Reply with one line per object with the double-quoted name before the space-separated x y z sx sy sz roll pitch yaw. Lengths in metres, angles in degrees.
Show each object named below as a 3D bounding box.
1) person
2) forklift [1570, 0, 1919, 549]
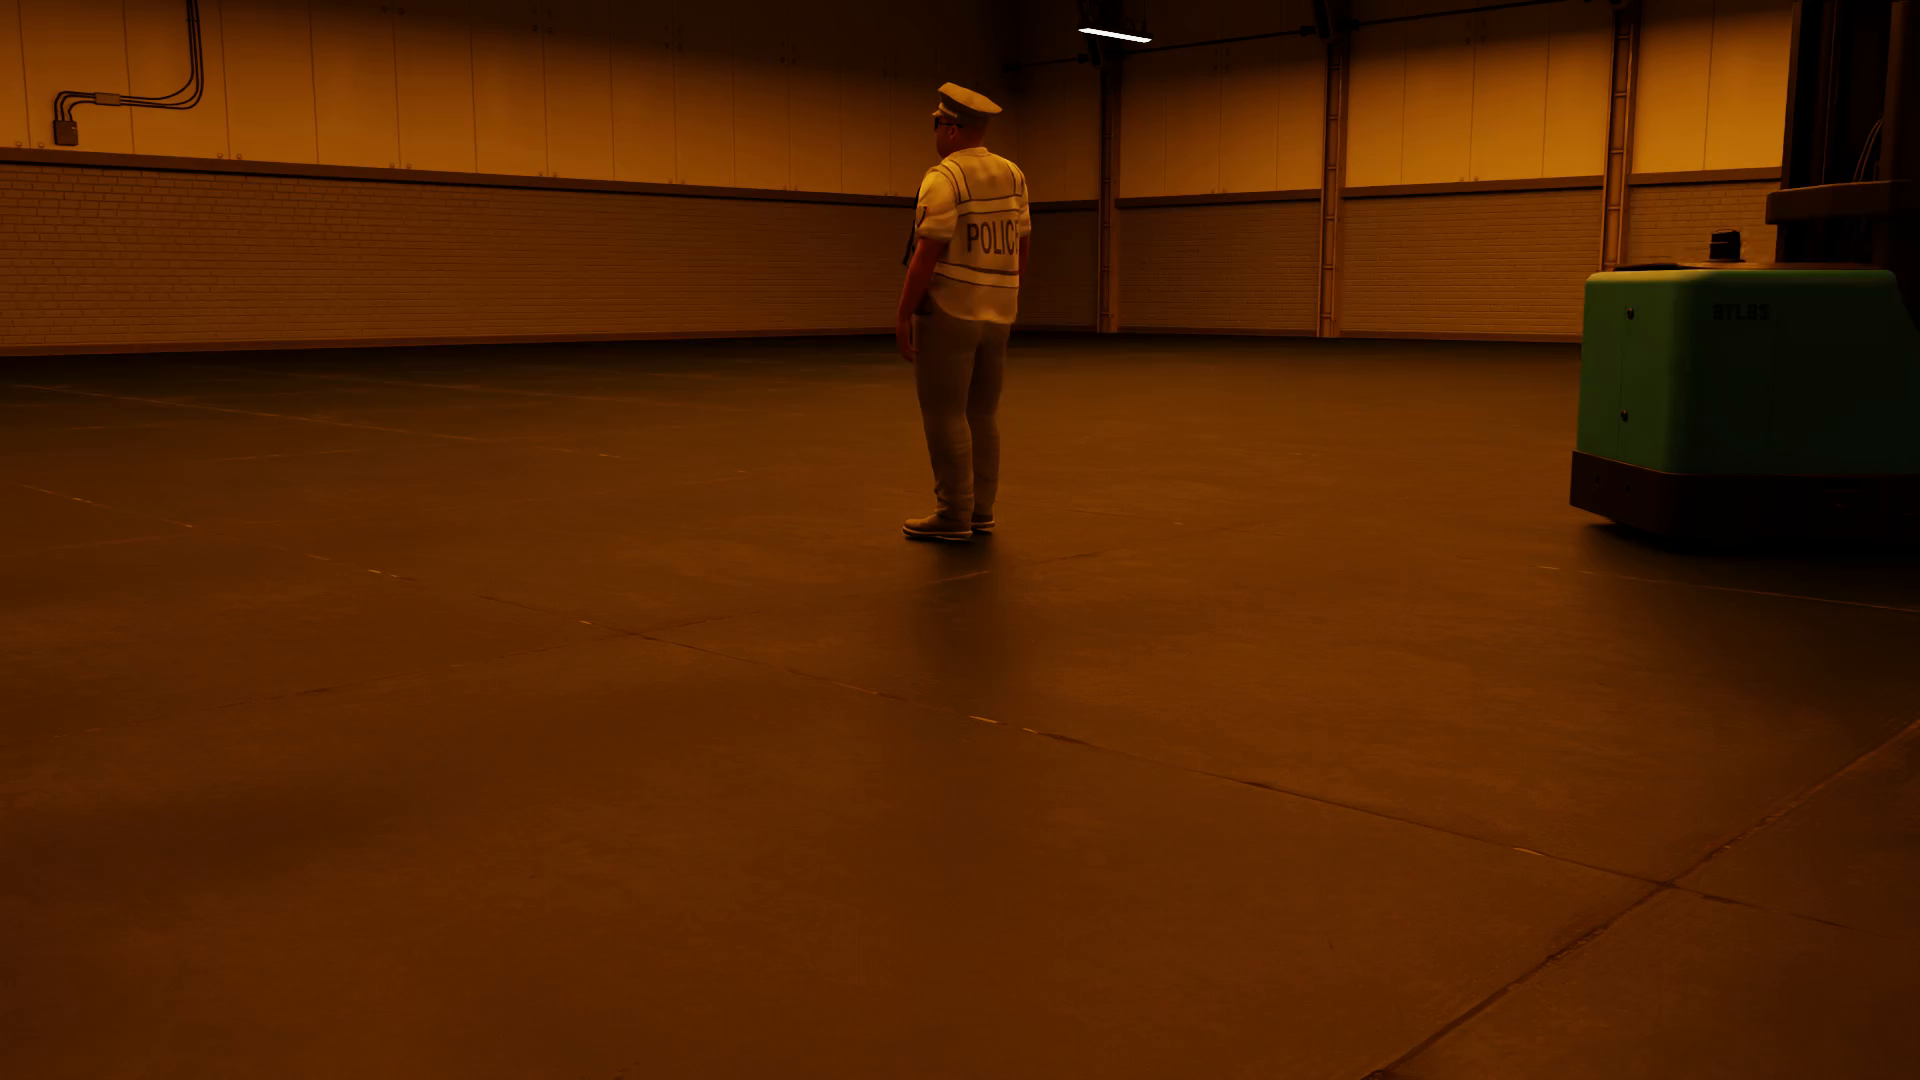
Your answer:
"person" -0.048 -0.899 6.645 0.574 1.781 0.641 8 12 43
"forklift" 4.178 -1.469 6.631 3.031 2.935 1.130 0 9 -1
